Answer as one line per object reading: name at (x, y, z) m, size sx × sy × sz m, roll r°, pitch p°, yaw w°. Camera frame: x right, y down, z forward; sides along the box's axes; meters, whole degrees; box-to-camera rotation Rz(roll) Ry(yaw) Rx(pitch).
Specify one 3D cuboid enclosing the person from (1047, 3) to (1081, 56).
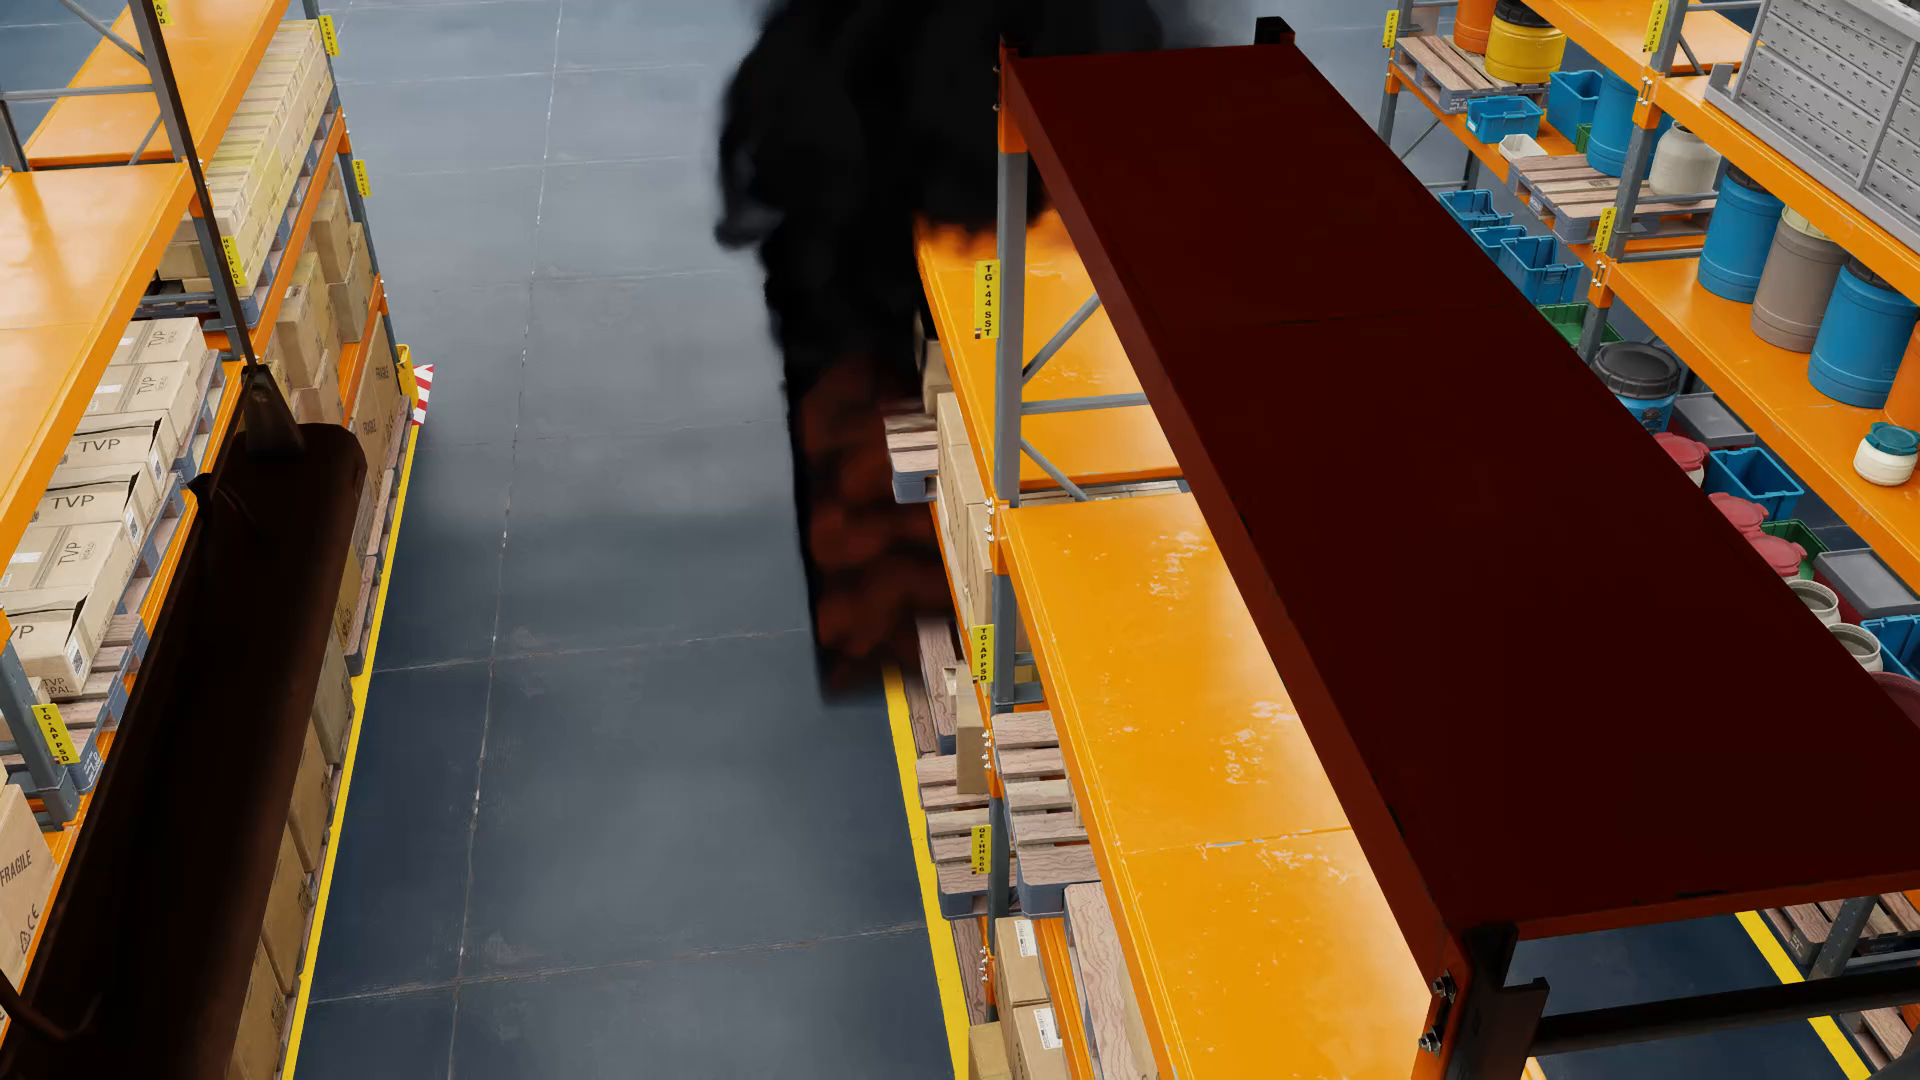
person at (1.132, -5.361, 19.298) m, size 0.977 × 1.740 × 0.669 m, roll 11°, pitch 38°, yaw 14°
